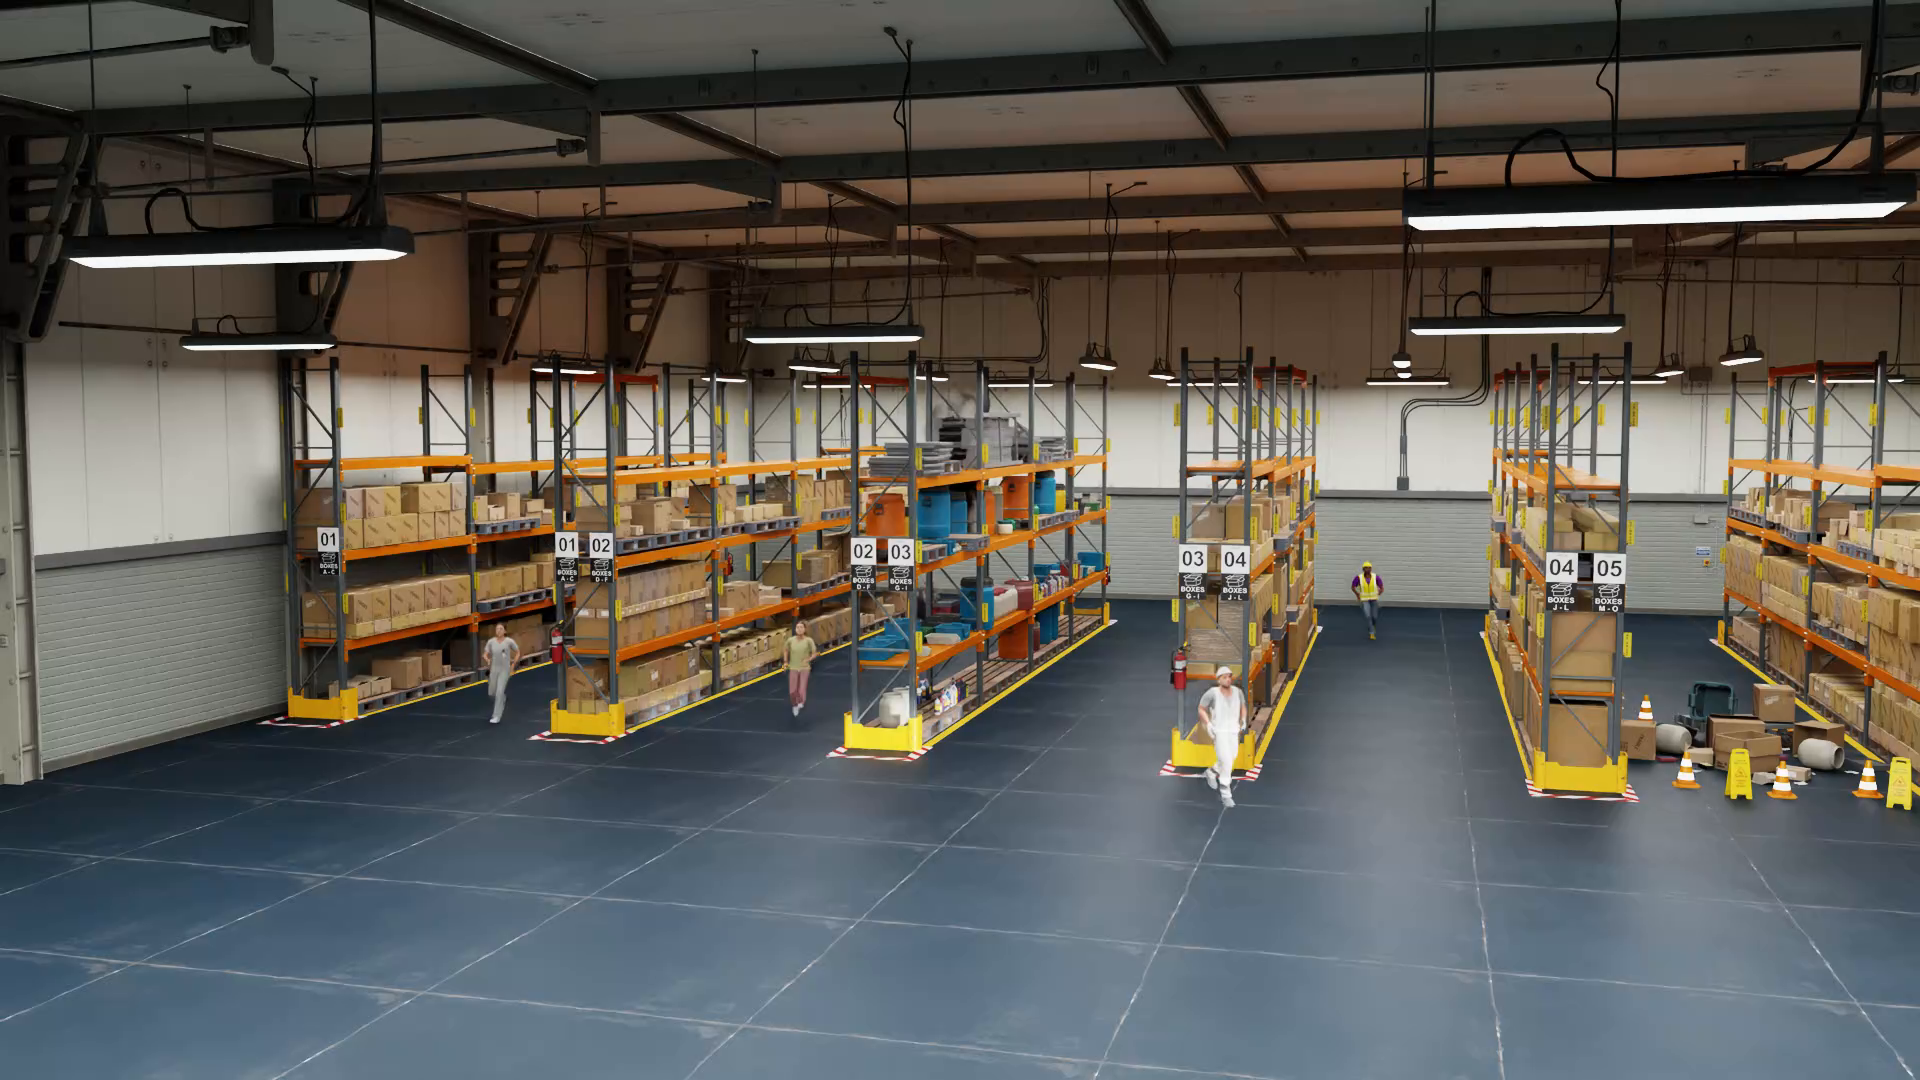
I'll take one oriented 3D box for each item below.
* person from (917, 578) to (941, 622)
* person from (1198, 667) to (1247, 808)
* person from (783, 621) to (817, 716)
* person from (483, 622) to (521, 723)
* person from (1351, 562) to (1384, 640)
[{"bbox_3d":[-0.661,1.582,33.405,0.676,1.638,0.843,1,4,7],"label":"person"},{"bbox_3d":[3.422,2.529,21.693,0.643,1.806,0.819,-1,4,-19],"label":"person"},{"bbox_3d":[-2.611,2.099,27.045,0.581,1.576,0.542,0,4,0],"label":"person"},{"bbox_3d":[-7.557,2.164,27.451,0.586,1.645,0.758,0,4,1],"label":"person"},{"bbox_3d":[9.263,1.368,37.803,0.714,1.750,0.795,0,4,4],"label":"person"}]
